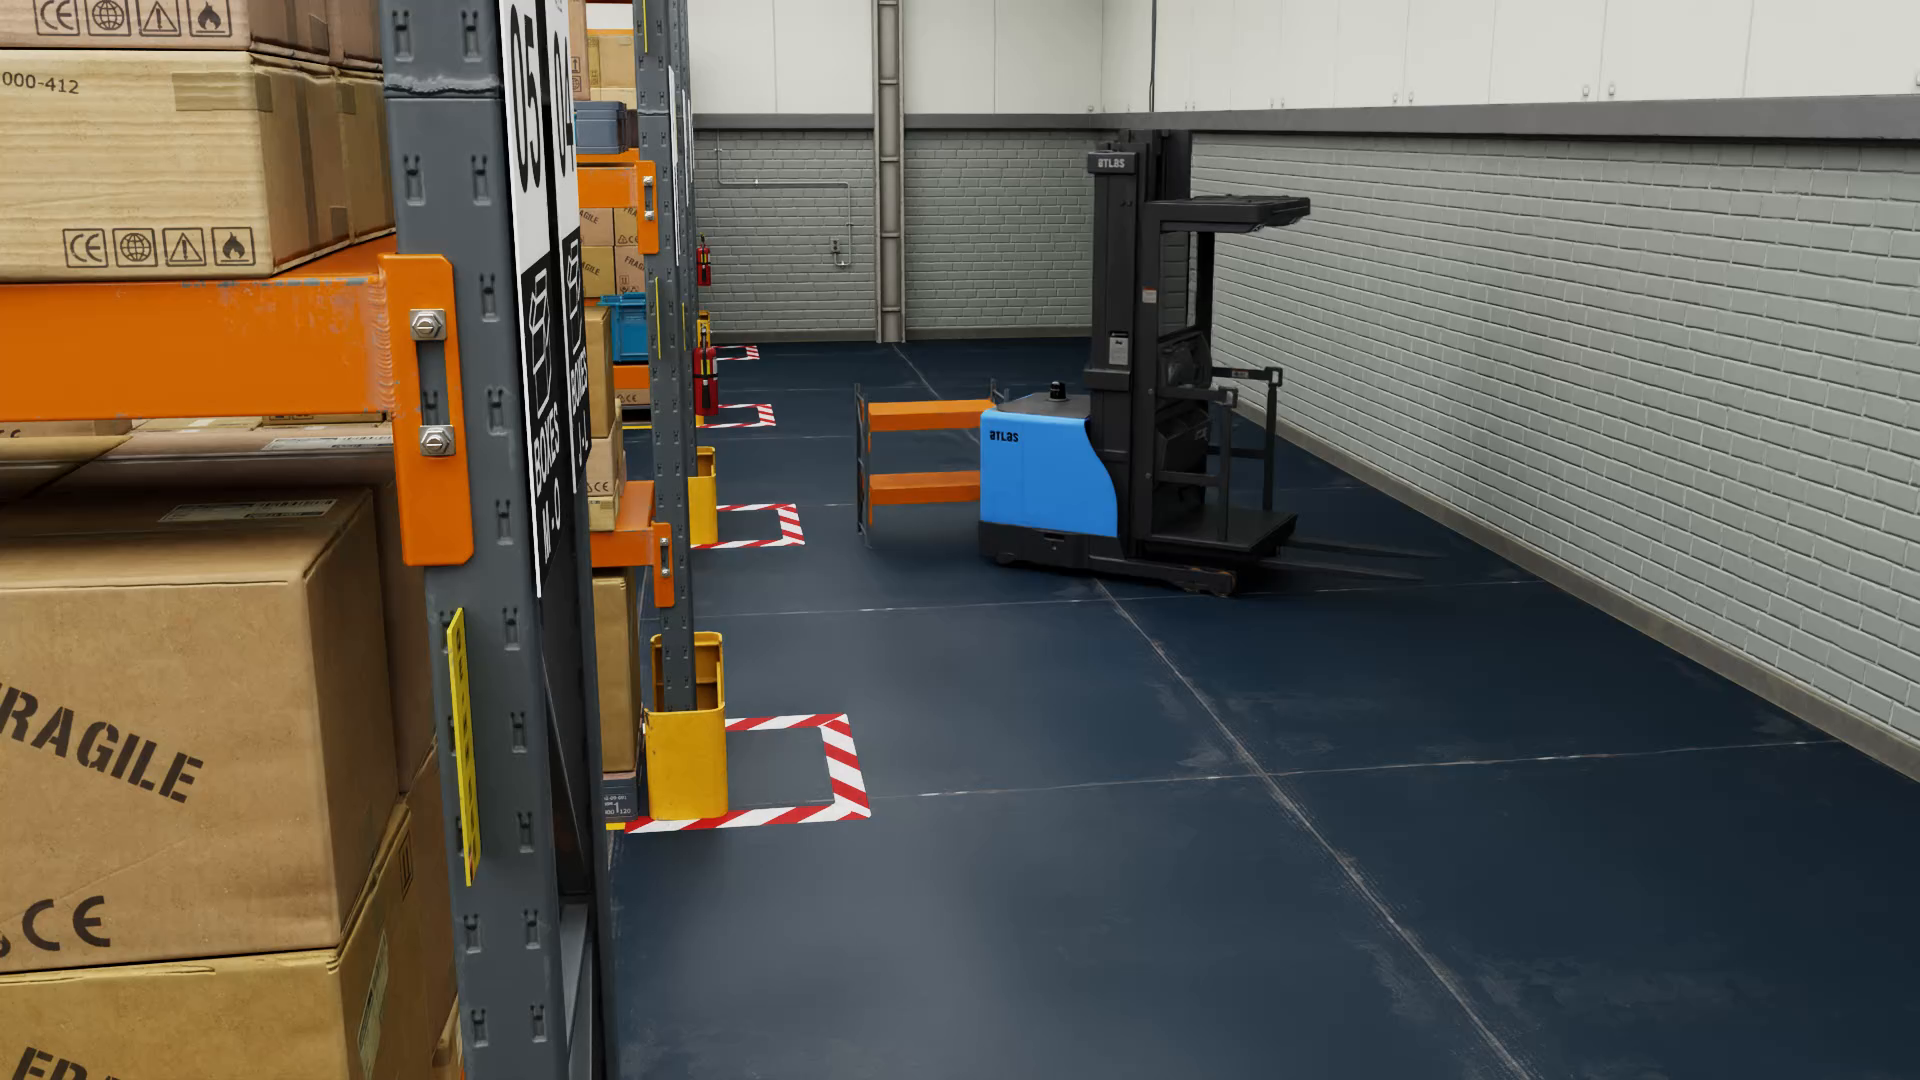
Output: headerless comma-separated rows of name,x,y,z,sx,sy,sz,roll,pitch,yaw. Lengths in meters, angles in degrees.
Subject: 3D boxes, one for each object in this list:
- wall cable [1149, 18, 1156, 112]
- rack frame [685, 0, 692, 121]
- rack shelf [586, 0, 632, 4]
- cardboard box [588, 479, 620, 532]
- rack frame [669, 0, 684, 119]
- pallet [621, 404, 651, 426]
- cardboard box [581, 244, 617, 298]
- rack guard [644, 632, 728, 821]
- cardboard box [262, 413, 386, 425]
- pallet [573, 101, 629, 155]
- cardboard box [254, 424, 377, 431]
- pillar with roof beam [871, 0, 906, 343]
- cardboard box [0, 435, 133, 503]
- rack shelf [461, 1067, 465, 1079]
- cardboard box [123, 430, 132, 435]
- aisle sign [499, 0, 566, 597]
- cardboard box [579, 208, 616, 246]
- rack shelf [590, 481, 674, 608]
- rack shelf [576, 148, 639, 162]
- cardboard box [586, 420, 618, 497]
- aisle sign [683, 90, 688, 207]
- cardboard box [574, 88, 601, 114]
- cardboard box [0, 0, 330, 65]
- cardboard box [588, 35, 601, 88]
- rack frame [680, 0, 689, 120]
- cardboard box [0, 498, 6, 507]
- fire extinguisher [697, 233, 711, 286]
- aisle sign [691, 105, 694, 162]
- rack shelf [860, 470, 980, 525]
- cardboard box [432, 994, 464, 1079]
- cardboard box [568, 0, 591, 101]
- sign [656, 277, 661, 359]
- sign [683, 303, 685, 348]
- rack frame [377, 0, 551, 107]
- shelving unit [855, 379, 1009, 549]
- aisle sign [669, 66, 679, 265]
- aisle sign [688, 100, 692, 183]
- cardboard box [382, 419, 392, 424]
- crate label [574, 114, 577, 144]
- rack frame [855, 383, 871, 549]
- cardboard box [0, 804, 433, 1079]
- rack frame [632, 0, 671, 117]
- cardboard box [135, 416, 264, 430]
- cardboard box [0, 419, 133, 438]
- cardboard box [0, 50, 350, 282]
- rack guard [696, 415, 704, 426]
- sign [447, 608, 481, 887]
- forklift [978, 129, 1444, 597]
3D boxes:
wall cable,2.129,-5.461,21.883,0.112,2.526,3.097,-2,14,-8
rack frame,-3.518,-6.849,21.031,0.127,3.000,1.000,-2,14,-8
rack shelf,-4.754,-5.234,16.079,4.000,0.370,1.077,-2,14,-8
cardboard box,-1.607,-0.150,7.171,0.250,0.149,0.380,-2,14,-7
rack frame,-2.042,-4.466,11.529,0.127,3.000,1.000,-2,14,-8
pallet,-3.639,-1.363,17.222,1.213,0.211,1.003,-2,14,-8
cardboard box,-3.691,-2.694,16.594,0.500,0.500,0.500,-2,14,-8
rack guard,-1.280,0.847,7.815,0.348,0.500,1.175,-2,14,-8
cardboard box,-2.824,-0.809,7.435,0.500,0.500,0.500,-2,14,-10
pallet,-2.036,-1.747,7.036,1.213,0.211,1.003,-2,14,-8
cardboard box,-2.748,-0.318,7.019,0.500,0.250,0.500,-3,14,-10
pillar with roof beam,-0.335,-6.119,18.122,0.400,9.000,9.100,-2,14,-8
cardboard box,-1.646,0.127,2.677,0.500,0.500,0.500,-2,14,-7
rack shelf,-2.642,1.254,2.534,4.000,0.370,1.077,-2,14,-8
cardboard box,-3.752,-0.282,6.876,0.500,0.250,0.500,-2,14,-7
aisle sign,-0.548,-0.359,2.142,0.004,0.787,0.394,-2,14,-8
cardboard box,-3.674,-3.180,16.474,0.500,0.500,0.500,-2,14,-7
rack shelf,-3.281,0.057,7.306,4.000,0.370,1.077,-2,14,-8
rack shelf,-4.019,-2.589,11.692,4.000,0.370,1.077,-2,14,-8
cardboard box,-1.743,-0.354,7.165,0.500,0.250,0.500,-2,14,-9
aisle sign,-1.927,-2.749,11.672,0.004,0.787,0.394,-2,14,-8
cardboard box,-3.740,-4.274,16.211,0.500,0.250,0.500,-2,14,-8
cardboard box,-1.082,-0.714,2.018,0.500,0.250,0.500,-3,14,-10
cardboard box,-3.788,-4.715,16.430,0.500,0.500,0.700,-2,14,-8
rack frame,-2.776,-5.657,16.280,0.127,3.000,1.000,-2,14,-8
cardboard box,-1.581,0.250,2.188,0.500,0.500,0.500,-3,14,-10
fire extinguisher,-3.300,-3.615,21.395,0.183,0.674,0.296,-2,14,-8
aisle sign,-3.402,-5.130,21.167,0.004,0.787,0.394,-2,14,-8
rack shelf,-0.208,-0.329,12.226,1.000,0.278,0.538,-3,14,-11
cardboard box,-1.034,0.887,3.034,0.250,0.149,0.380,-2,14,-9
cardboard box,-1.810,-2.088,6.941,0.500,0.500,0.700,-3,14,-12
sign,-1.237,-0.910,6.816,0.005,0.325,0.100,-2,14,-8
sign,-1.944,-1.503,11.713,0.005,0.325,0.100,-2,14,-8
rack frame,-0.665,-2.077,2.006,0.127,3.000,1.000,-2,14,-8
shelving unit,-0.208,-0.566,12.166,1.048,1.125,0.538,-3,14,-11
aisle sign,-1.188,-1.556,6.914,0.004,0.787,0.394,-2,14,-8
aisle sign,-2.663,-3.937,16.410,0.004,0.787,0.394,-2,14,-8
cardboard box,-2.332,-0.463,7.598,0.500,0.250,0.500,-2,14,-9
crate label,-3.002,-2.983,12.088,0.502,0.251,0.408,-2,14,-8
rack frame,-0.707,-0.542,12.071,0.032,1.125,0.500,-3,14,-11
cardboard box,-1.071,0.718,2.376,0.500,0.500,0.500,-2,14,-7
rack frame,-1.304,-3.274,6.778,0.127,3.000,1.000,-2,14,-8
cardboard box,-3.344,-0.425,7.448,0.500,0.250,0.500,-2,14,-9
cardboard box,-3.745,-0.646,6.788,0.500,0.500,0.500,-3,14,-10
cardboard box,-1.075,-0.470,2.070,0.500,0.250,0.500,-2,14,-10
rack guard,-2.851,-1.532,17.303,0.348,0.500,1.175,-2,14,-8
sign,-0.602,0.252,2.021,0.005,0.325,0.100,-2,14,-8
forklift,1.674,-1.200,10.981,3.031,2.935,1.130,7,16,26
